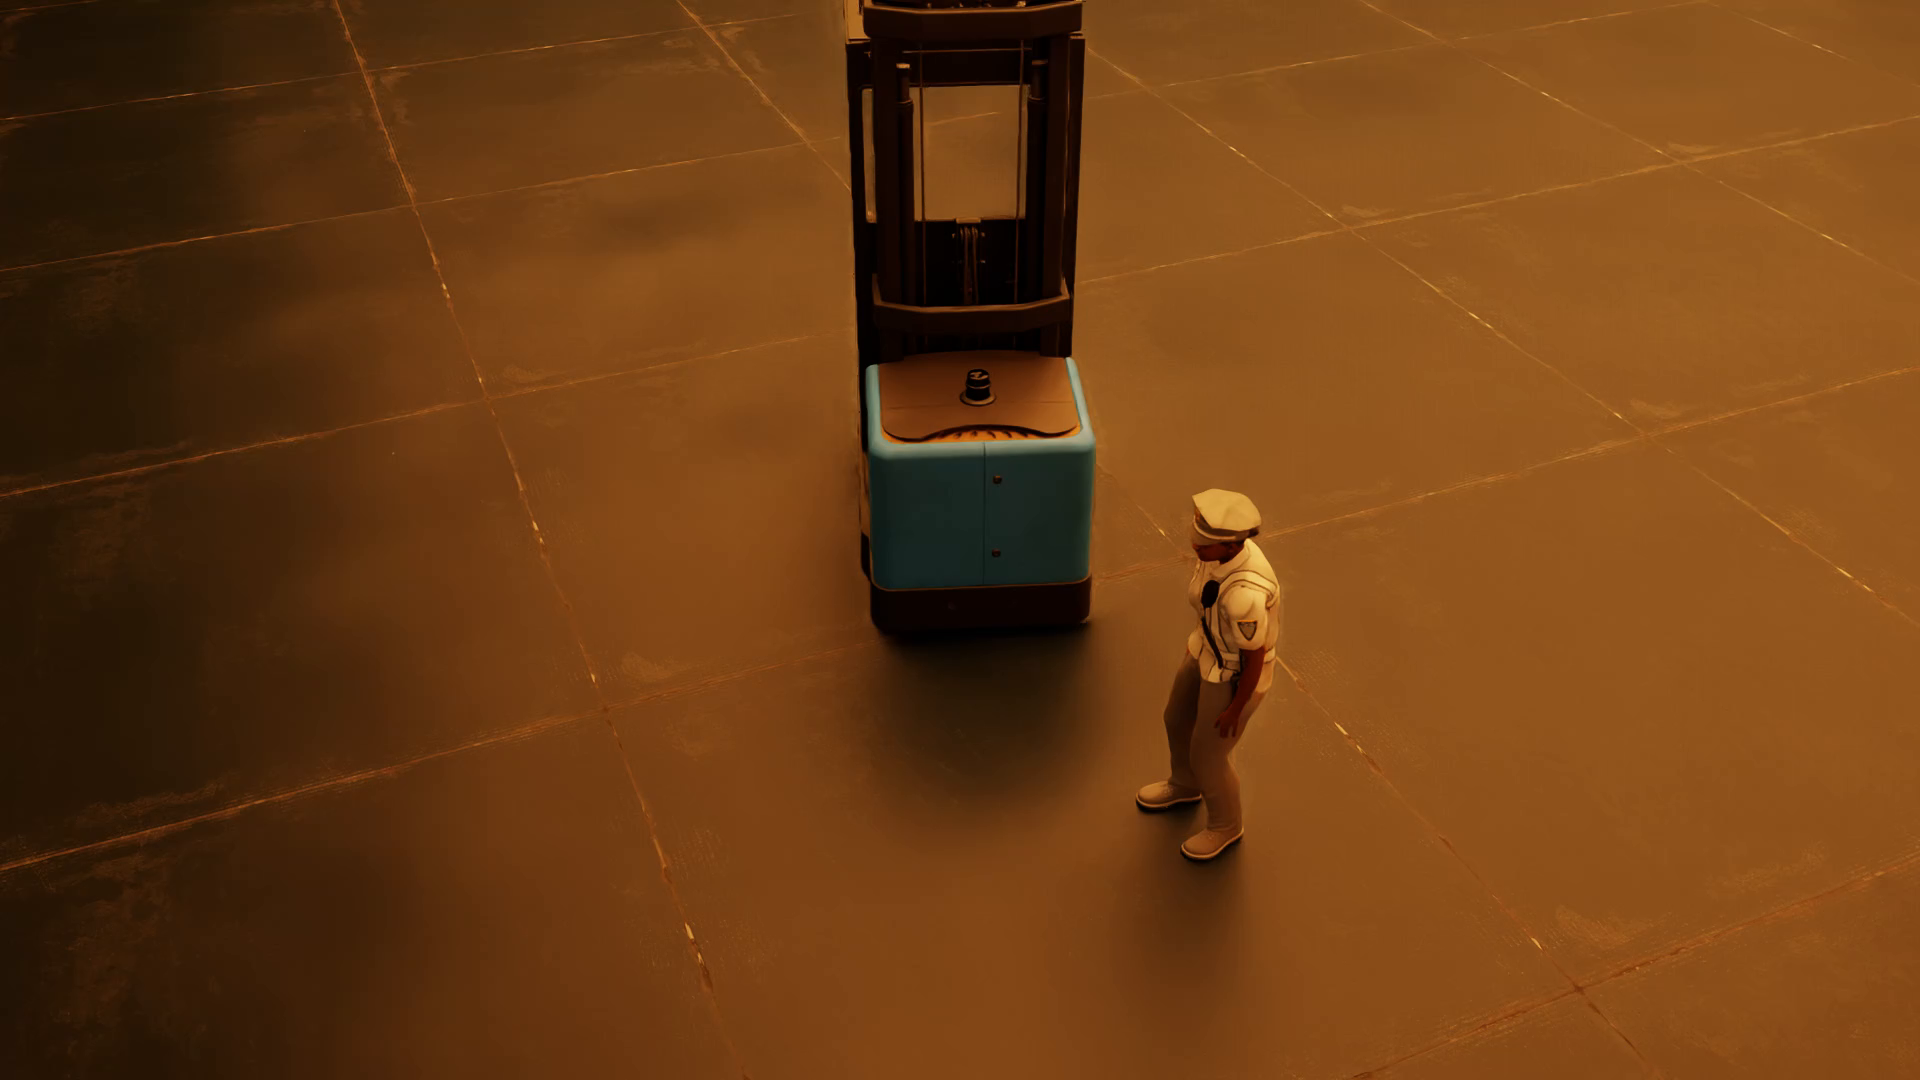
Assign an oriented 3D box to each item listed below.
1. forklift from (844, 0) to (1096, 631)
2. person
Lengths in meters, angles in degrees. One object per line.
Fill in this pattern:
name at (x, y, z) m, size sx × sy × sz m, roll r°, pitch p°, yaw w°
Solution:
forklift at (0.007, -1.595, 8.342) m, size 1.130 × 2.935 × 3.031 m, roll -2°, pitch 35°, yaw -3°
person at (0.989, 0.525, 6.469) m, size 0.418 × 1.653 × 0.509 m, roll -6°, pitch 36°, yaw -9°
